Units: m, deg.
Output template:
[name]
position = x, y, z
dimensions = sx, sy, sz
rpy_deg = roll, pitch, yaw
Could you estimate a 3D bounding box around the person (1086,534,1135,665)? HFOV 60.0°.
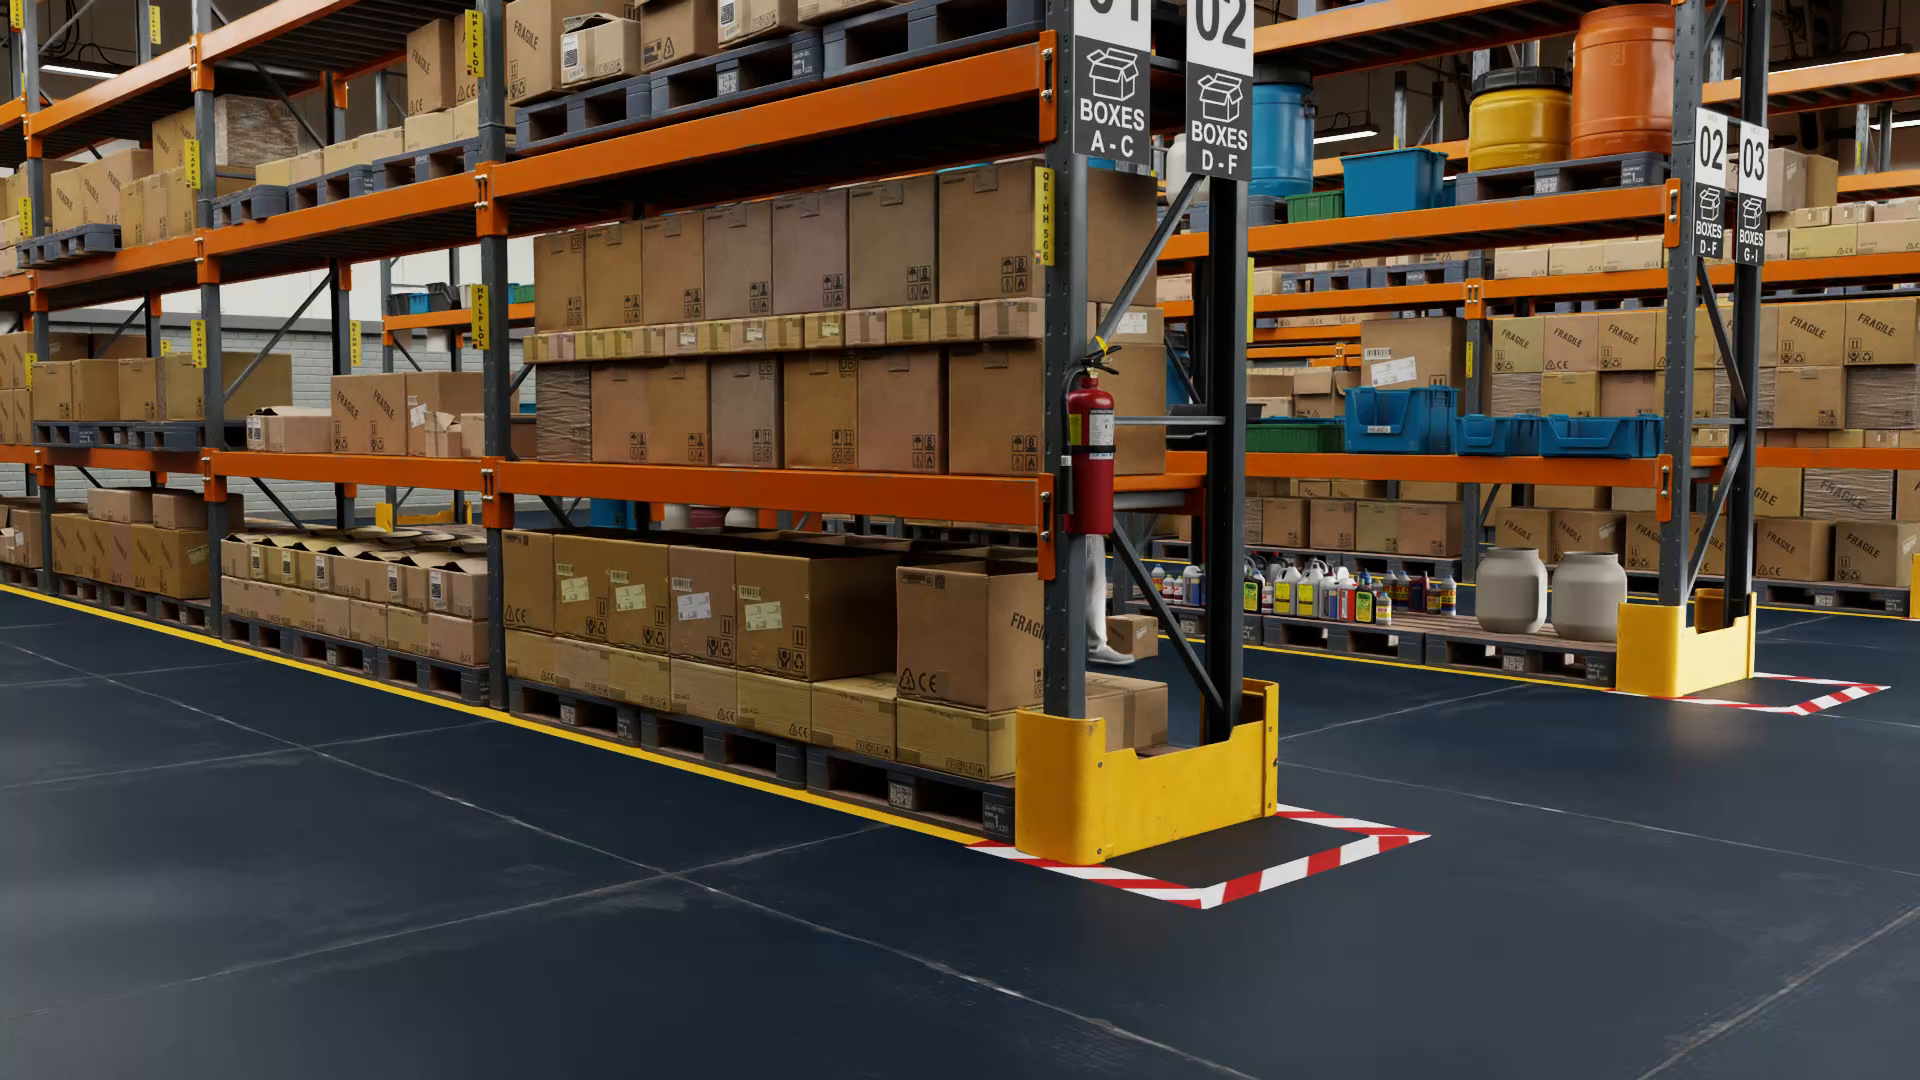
[person]
position = 0.725, -0.078, 10.323
dimensions = 0.560, 1.670, 0.581
rpy_deg = -2, 4, -21
